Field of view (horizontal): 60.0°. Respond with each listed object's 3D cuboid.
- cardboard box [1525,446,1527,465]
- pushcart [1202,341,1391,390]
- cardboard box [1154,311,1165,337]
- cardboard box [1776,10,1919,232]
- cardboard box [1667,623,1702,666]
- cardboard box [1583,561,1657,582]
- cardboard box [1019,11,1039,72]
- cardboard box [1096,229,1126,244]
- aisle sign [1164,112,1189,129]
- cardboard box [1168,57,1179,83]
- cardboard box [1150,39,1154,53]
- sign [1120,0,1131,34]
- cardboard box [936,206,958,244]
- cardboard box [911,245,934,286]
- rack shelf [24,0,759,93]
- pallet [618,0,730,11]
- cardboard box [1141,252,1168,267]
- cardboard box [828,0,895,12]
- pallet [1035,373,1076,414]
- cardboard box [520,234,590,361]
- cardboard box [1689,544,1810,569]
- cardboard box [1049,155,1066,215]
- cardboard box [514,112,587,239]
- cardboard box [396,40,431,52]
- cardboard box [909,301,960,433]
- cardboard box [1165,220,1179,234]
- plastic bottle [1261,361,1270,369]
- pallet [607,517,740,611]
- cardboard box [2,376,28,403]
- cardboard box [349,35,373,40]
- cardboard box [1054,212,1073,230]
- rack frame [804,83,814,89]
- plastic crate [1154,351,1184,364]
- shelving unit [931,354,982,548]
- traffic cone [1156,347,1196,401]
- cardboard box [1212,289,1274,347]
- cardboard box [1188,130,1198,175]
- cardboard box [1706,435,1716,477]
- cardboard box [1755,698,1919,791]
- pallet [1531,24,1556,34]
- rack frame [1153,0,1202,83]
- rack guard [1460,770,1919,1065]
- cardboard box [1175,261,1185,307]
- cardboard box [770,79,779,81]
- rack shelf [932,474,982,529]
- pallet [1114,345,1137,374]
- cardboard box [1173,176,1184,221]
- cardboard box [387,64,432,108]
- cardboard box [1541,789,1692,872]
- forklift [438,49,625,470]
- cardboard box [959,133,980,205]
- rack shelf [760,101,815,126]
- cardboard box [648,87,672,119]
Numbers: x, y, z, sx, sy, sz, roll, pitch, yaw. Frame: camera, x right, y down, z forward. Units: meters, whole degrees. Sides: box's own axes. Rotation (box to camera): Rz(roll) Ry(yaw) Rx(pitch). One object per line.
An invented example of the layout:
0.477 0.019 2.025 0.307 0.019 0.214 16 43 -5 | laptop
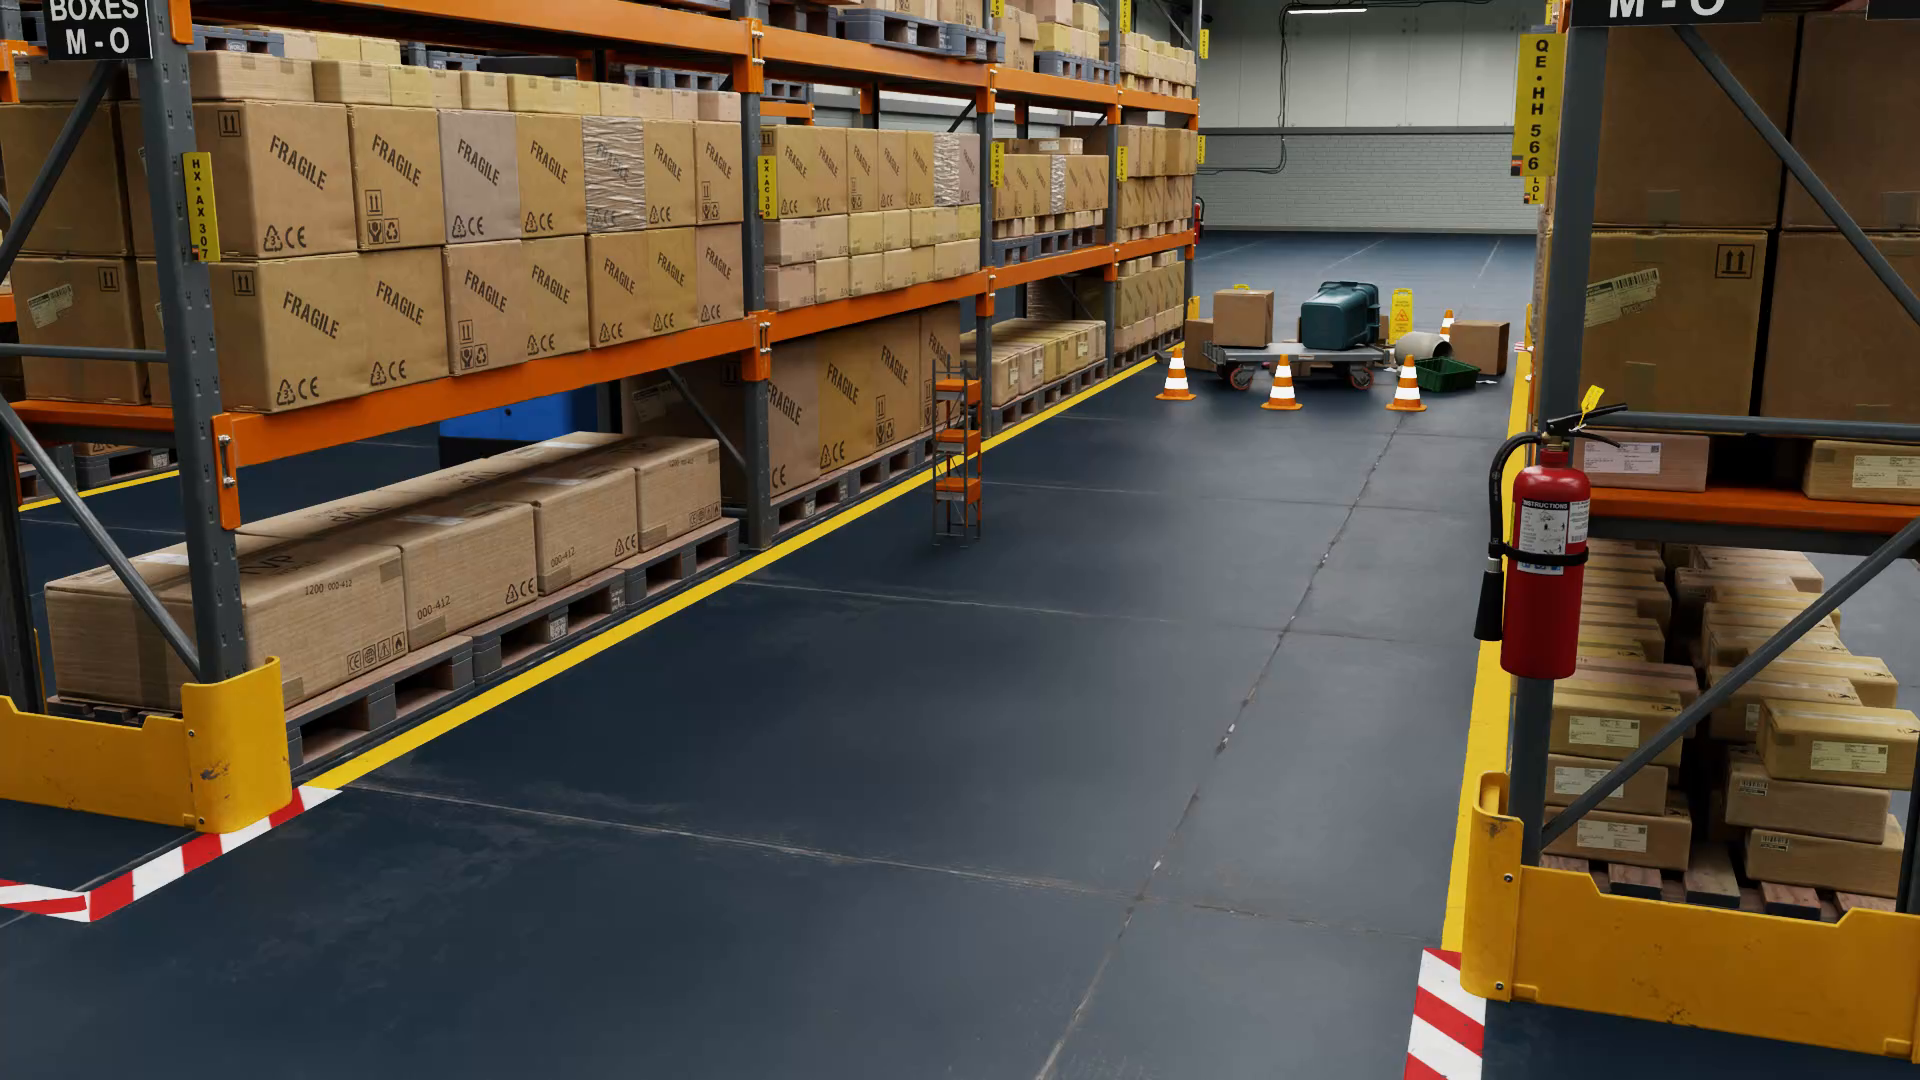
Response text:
3.342 -0.371 9.045 0.500 0.500 0.500 4 13 17 | cardboard box
3.220 -1.690 16.045 1.648 0.377 0.936 0 13 -1 | pushcart
1.995 -2.420 18.585 0.500 0.250 0.500 4 13 16 | cardboard box
2.277 -1.017 4.063 0.500 0.500 0.500 4 14 18 | cardboard box
2.661 0.407 5.757 0.380 0.149 0.250 5 14 21 | cardboard box
2.337 0.177 6.097 0.380 0.149 0.250 4 14 19 | cardboard box
0.219 -4.116 13.807 0.797 0.503 0.637 4 14 18 | cardboard box
1.452 -3.043 16.644 0.380 0.149 0.250 4 14 18 | cardboard box
2.635 -5.224 19.793 0.394 0.787 0.004 4 14 18 | aisle sign
2.103 -5.156 18.265 0.500 0.250 0.500 5 14 20 | cardboard box
1.827 -5.172 17.438 0.380 0.149 0.250 4 13 18 | cardboard box
1.573 -4.990 15.820 0.100 0.325 0.005 4 14 18 | sign
-0.326 -2.222 11.696 0.500 0.250 0.500 4 13 17 | cardboard box
-0.494 -1.868 11.269 0.500 0.250 0.500 4 14 18 | cardboard box
-2.189 -2.128 6.948 1.077 0.370 4.000 4 14 18 | rack shelf
-1.816 -2.685 7.971 1.003 0.211 1.213 4 14 18 | pallet
2.102 -3.133 18.565 0.380 0.149 0.250 5 14 21 | cardboard box
-0.619 -3.399 10.256 0.396 0.266 0.258 6 14 23 | cardboard box
0.403 -1.341 14.889 1.003 0.211 1.213 4 14 18 | pallet
-1.944 -1.046 7.104 0.500 0.500 0.500 5 14 20 | cardboard box
3.029 0.108 6.398 0.380 0.149 0.250 4 13 16 | cardboard box
0.614 -3.084 14.421 0.500 0.500 0.500 4 13 16 | cardboard box
-1.931 -1.536 7.004 0.500 0.500 0.500 4 14 19 | cardboard box
-4.954 -4.450 14.673 0.500 0.250 0.500 4 14 18 | cardboard box
-0.550 -1.309 12.315 0.875 0.875 0.875 4 14 18 | cardboard box
2.287 -3.578 18.986 0.380 0.149 0.250 5 14 19 | cardboard box
3.239 -1.826 17.352 0.133 0.061 0.283 7 15 28 | plastic bottle
-1.862 0.076 8.680 1.003 0.211 1.213 4 14 18 | pallet
-6.361 -0.905 11.387 0.500 0.500 0.500 4 14 18 | cardboard box
-4.935 -4.075 13.301 0.380 0.149 0.250 4 13 17 | cardboard box
0.798 -2.863 14.909 0.380 0.149 0.250 4 14 18 | cardboard box
-2.357 -7.246 21.011 1.000 3.000 0.127 4 14 18 | rack frame
2.330 -1.970 17.941 0.402 0.080 0.583 0 13 -1 | plastic crate
-0.017 -0.501 9.322 0.215 1.050 0.252 4 14 18 | shelving unit
1.970 -1.524 15.123 0.336 0.463 0.334 4 14 18 | traffic cone
2.741 -2.151 16.087 0.500 0.500 0.500 4 14 18 | cardboard box
2.382 -4.522 19.421 0.700 0.500 0.500 4 13 17 | cardboard box
1.834 -0.277 4.524 0.380 0.149 0.250 4 14 18 | cardboard box
2.371 0.549 4.469 0.380 0.149 0.250 4 13 16 | cardboard box
4.627 -3.455 11.566 1.213 0.211 1.003 5 14 21 | pallet
2.341 -6.889 19.449 1.000 3.000 0.127 4 14 18 | rack frame
1.905 0.942 4.237 1.175 0.500 0.348 4 14 18 | rack guard
2.328 -3.007 19.471 0.500 0.500 0.500 4 14 19 | cardboard box
-2.420 -5.722 20.208 0.396 0.266 0.258 4 14 19 | cardboard box
-0.017 -0.219 9.386 0.215 0.259 0.240 4 14 18 | rack shelf
1.230 -1.907 17.367 1.003 0.211 1.213 4 14 18 | pallet
2.260 -3.919 19.024 0.500 0.500 0.500 4 14 19 | cardboard box
-2.181 -1.666 6.118 0.380 0.149 0.250 4 13 17 | cardboard box
1.853 0.799 4.710 0.380 0.149 0.250 5 14 19 | cardboard box
-2.624 -2.112 12.153 1.130 2.935 3.031 4 13 15 | forklift
-0.167 -2.689 12.055 0.500 0.500 0.500 4 13 17 | cardboard box
-3.004 -5.012 19.580 1.077 0.370 4.000 4 14 18 | rack shelf
-1.618 -2.103 8.032 0.380 0.149 0.250 4 14 18 | cardboard box
